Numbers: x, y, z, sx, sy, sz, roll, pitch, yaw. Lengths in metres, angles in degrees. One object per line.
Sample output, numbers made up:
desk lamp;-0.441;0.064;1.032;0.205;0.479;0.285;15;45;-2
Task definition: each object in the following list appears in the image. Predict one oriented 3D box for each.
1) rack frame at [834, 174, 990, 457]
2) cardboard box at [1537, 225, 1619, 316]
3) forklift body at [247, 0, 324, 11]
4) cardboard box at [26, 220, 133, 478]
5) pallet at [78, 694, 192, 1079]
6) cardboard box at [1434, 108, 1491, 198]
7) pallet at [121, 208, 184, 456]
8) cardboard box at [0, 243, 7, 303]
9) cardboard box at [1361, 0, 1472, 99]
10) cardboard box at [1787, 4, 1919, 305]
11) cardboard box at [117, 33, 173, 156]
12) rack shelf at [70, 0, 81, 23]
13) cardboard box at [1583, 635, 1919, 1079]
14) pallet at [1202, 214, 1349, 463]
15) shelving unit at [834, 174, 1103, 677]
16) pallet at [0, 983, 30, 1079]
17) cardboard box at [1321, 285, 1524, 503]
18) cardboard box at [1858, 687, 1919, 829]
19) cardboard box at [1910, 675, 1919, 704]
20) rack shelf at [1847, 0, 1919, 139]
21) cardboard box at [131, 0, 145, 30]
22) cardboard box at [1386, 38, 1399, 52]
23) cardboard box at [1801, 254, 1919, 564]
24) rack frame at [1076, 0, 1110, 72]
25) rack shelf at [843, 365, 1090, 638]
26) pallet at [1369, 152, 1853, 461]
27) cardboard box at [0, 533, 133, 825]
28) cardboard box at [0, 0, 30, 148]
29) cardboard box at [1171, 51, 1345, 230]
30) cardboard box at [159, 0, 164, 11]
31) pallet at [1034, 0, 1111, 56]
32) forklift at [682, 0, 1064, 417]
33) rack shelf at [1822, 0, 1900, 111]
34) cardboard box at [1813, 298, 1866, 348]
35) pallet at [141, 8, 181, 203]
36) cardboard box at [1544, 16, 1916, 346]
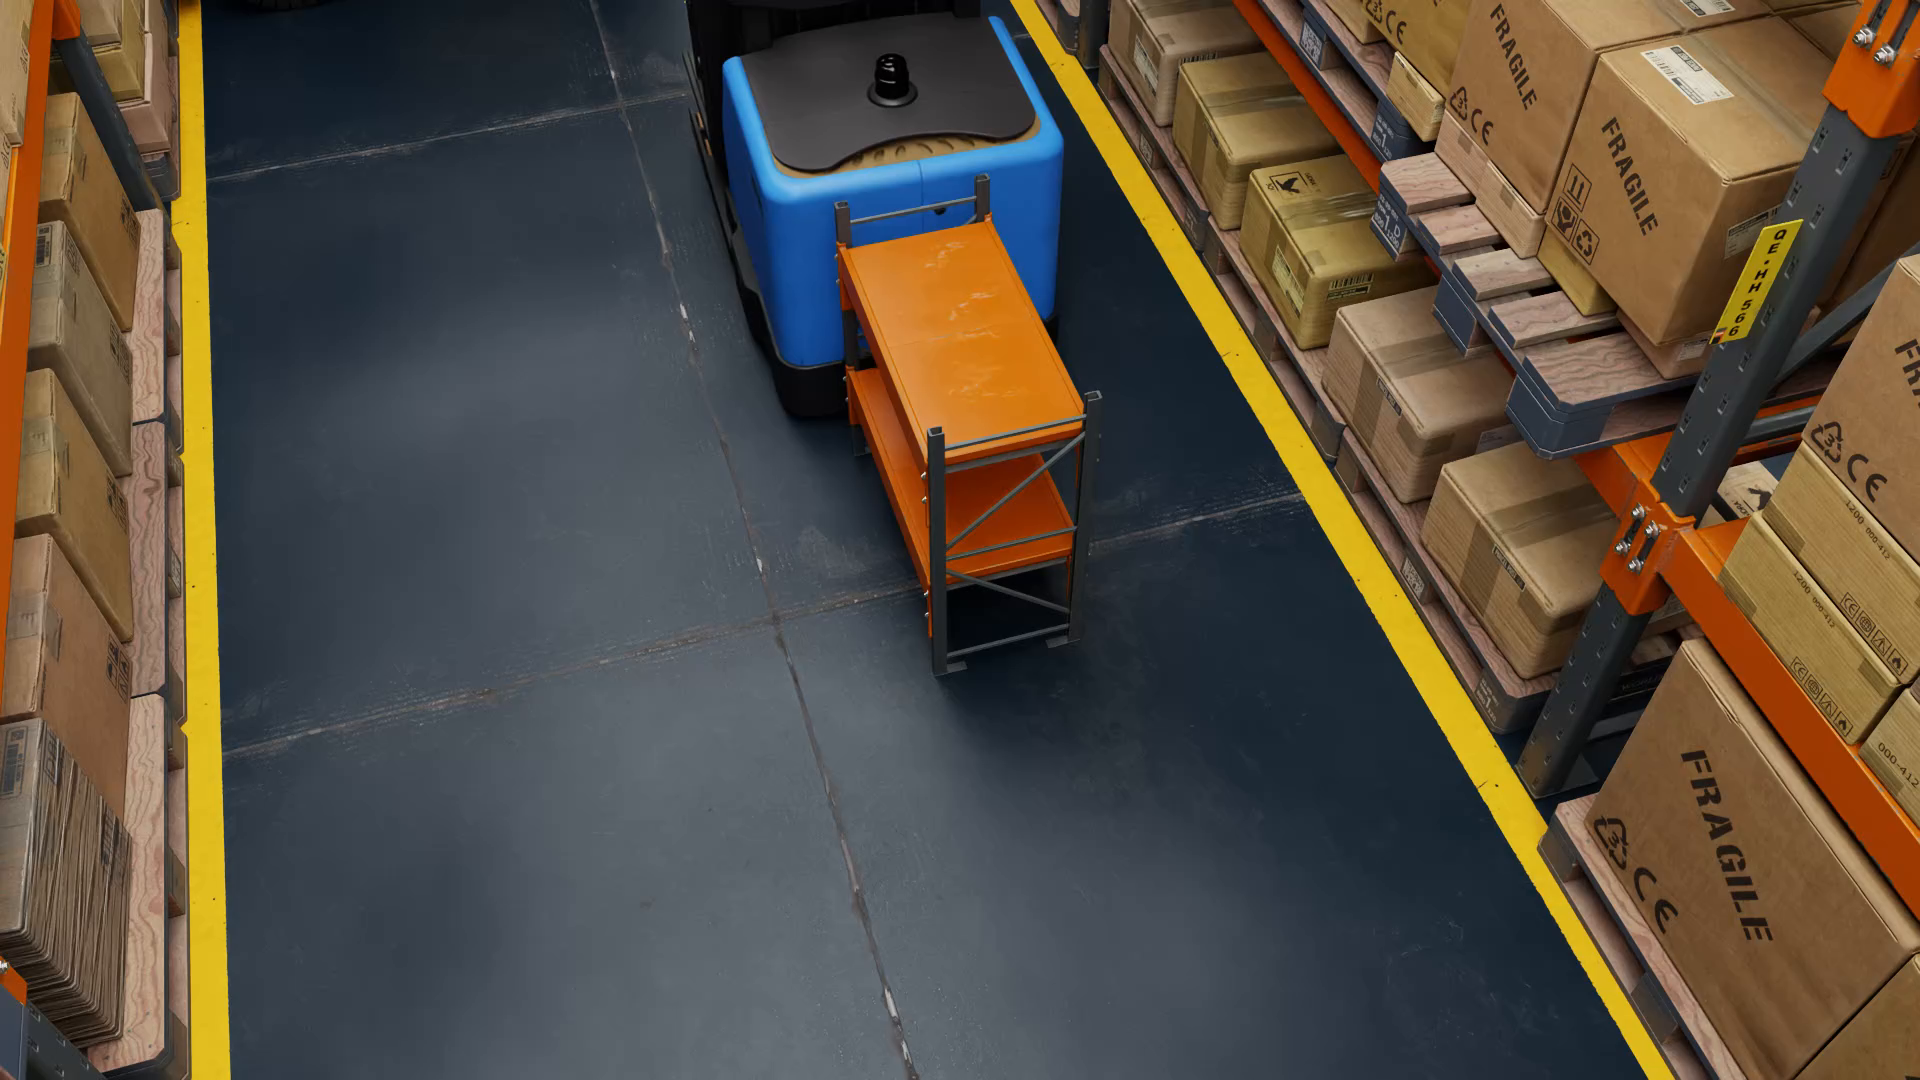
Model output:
rack frame;-0.148;-0.729;5.629;0.500;1.125;0.032;-13;51;-11
cardboard box;1.741;-0.747;4.308;0.380;0.149;0.250;-13;51;-10
forklift body;-2.592;-3.799;7.546;2.313;2.155;1.214;-13;51;-11
cardboard box;-3.325;-0.546;5.527;0.875;0.625;0.625;-14;51;-11
pallet;-2.736;1.087;4.696;1.003;0.211;1.213;-13;51;-11
cardboard box;1.557;-1.107;4.611;0.380;0.149;0.250;-16;52;-13
pallet;-3.457;-0.695;6.198;1.003;0.211;1.213;-13;51;-11
cardboard box;-2.882;-0.655;4.439;0.500;0.250;0.500;-12;51;-10
cardboard box;1.497;-1.603;4.605;0.500;0.500;0.500;-16;52;-13
cardboard box;2.299;-0.972;4.073;0.500;0.500;0.500;-15;51;-12
cardboard box;-3.539;-1.801;6.830;0.500;0.250;0.500;-13;51;-11
rack shelf;-4.304;-3.352;7.085;1.077;0.370;4.000;-13;51;-11
cardboard box;2.336;0.746;4.275;0.875;0.875;0.875;-14;51;-11
pallet;1.624;-0.889;6.361;1.003;0.211;1.213;-13;51;-11
shelving unit;0.002;-0.358;5.316;0.538;1.125;1.048;-13;51;-11
pallet;-2.262;1.339;2.785;1.213;0.211;1.003;-13;51;-11
cardboard box;1.827;-0.567;5.711;0.950;0.372;0.625;-14;51;-12
cardboard box;2.284;0.507;3.459;0.500;0.250;0.500;-15;51;-12
cardboard box;2.277;0.364;3.253;0.500;0.250;0.500;-12;51;-10
rack shelf;2.802;0.399;1.961;1.077;0.370;4.000;-13;51;-11
cardboard box;-3.712;-2.324;6.944;0.500;0.250;0.500;-14;51;-11
cardboard box;1.508;-1.517;4.956;0.380;0.149;0.250;-13;51;-11
cardboard box;2.123;-0.266;3.293;0.500;0.500;0.500;-15;51;-12
rack frame;1.028;-3.249;6.527;1.000;3.000;0.127;-13;51;-11
rack shelf;0.002;-0.200;5.503;0.538;0.278;1.000;-13;51;-11
pallet;1.898;-0.762;4.556;1.213;0.211;1.003;-13;51;-11
cardboard box;-2.902;0.494;4.650;0.875;0.625;0.625;-12;51;-10
cardboard box;-3.160;-1.400;5.067;0.500;0.250;0.500;-14;51;-11
cardboard box;1.401;-1.630;6.606;0.950;0.372;0.625;-10;51;-9
cardboard box;-3.871;-2.540;7.453;0.500;0.250;0.500;-13;51;-10
pallet;0.796;-2.832;8.000;1.003;0.211;1.213;-13;51;-11
forklift;-0.526;-2.550;5.982;1.130;2.935;3.031;-12;51;-10
rack shelf;1.619;-2.523;4.423;1.077;0.370;4.000;-13;51;-11
cardboard box;2.292;-0.661;4.235;0.380;0.149;0.250;-16;52;-13
pallet;-3.908;-1.815;7.142;1.003;0.211;1.213;-13;51;-11
cardboard box;1.811;-0.860;3.978;0.500;0.500;0.500;-15;51;-12
